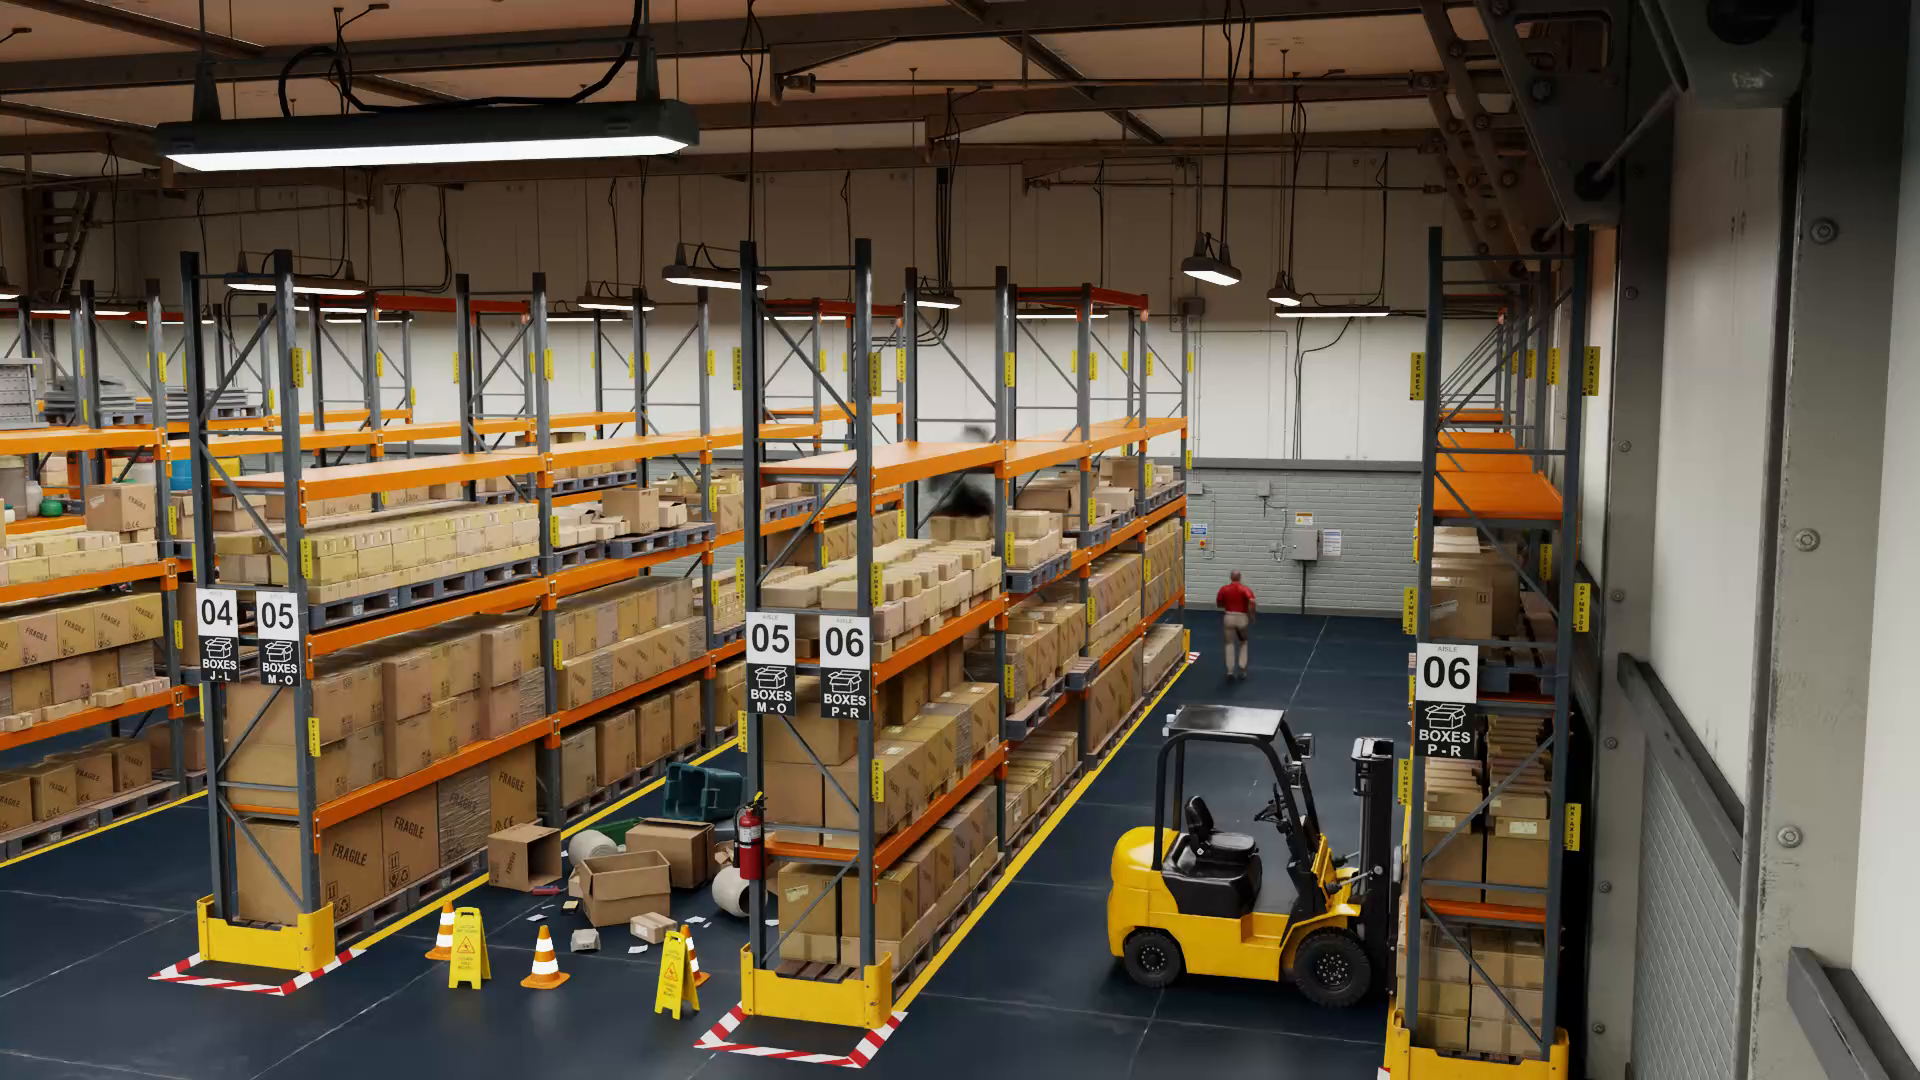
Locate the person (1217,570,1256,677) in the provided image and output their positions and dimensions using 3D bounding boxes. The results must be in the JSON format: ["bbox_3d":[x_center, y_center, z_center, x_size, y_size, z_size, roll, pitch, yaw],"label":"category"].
[{"bbox_3d":[4.404,1.361,26.519,0.635,1.787,0.749,1,7,12],"label":"person"}]

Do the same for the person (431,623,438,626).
[{"bbox_3d":[-6.823,1.853,21.915,0.665,1.735,0.590,2,7,16],"label":"person"}]
